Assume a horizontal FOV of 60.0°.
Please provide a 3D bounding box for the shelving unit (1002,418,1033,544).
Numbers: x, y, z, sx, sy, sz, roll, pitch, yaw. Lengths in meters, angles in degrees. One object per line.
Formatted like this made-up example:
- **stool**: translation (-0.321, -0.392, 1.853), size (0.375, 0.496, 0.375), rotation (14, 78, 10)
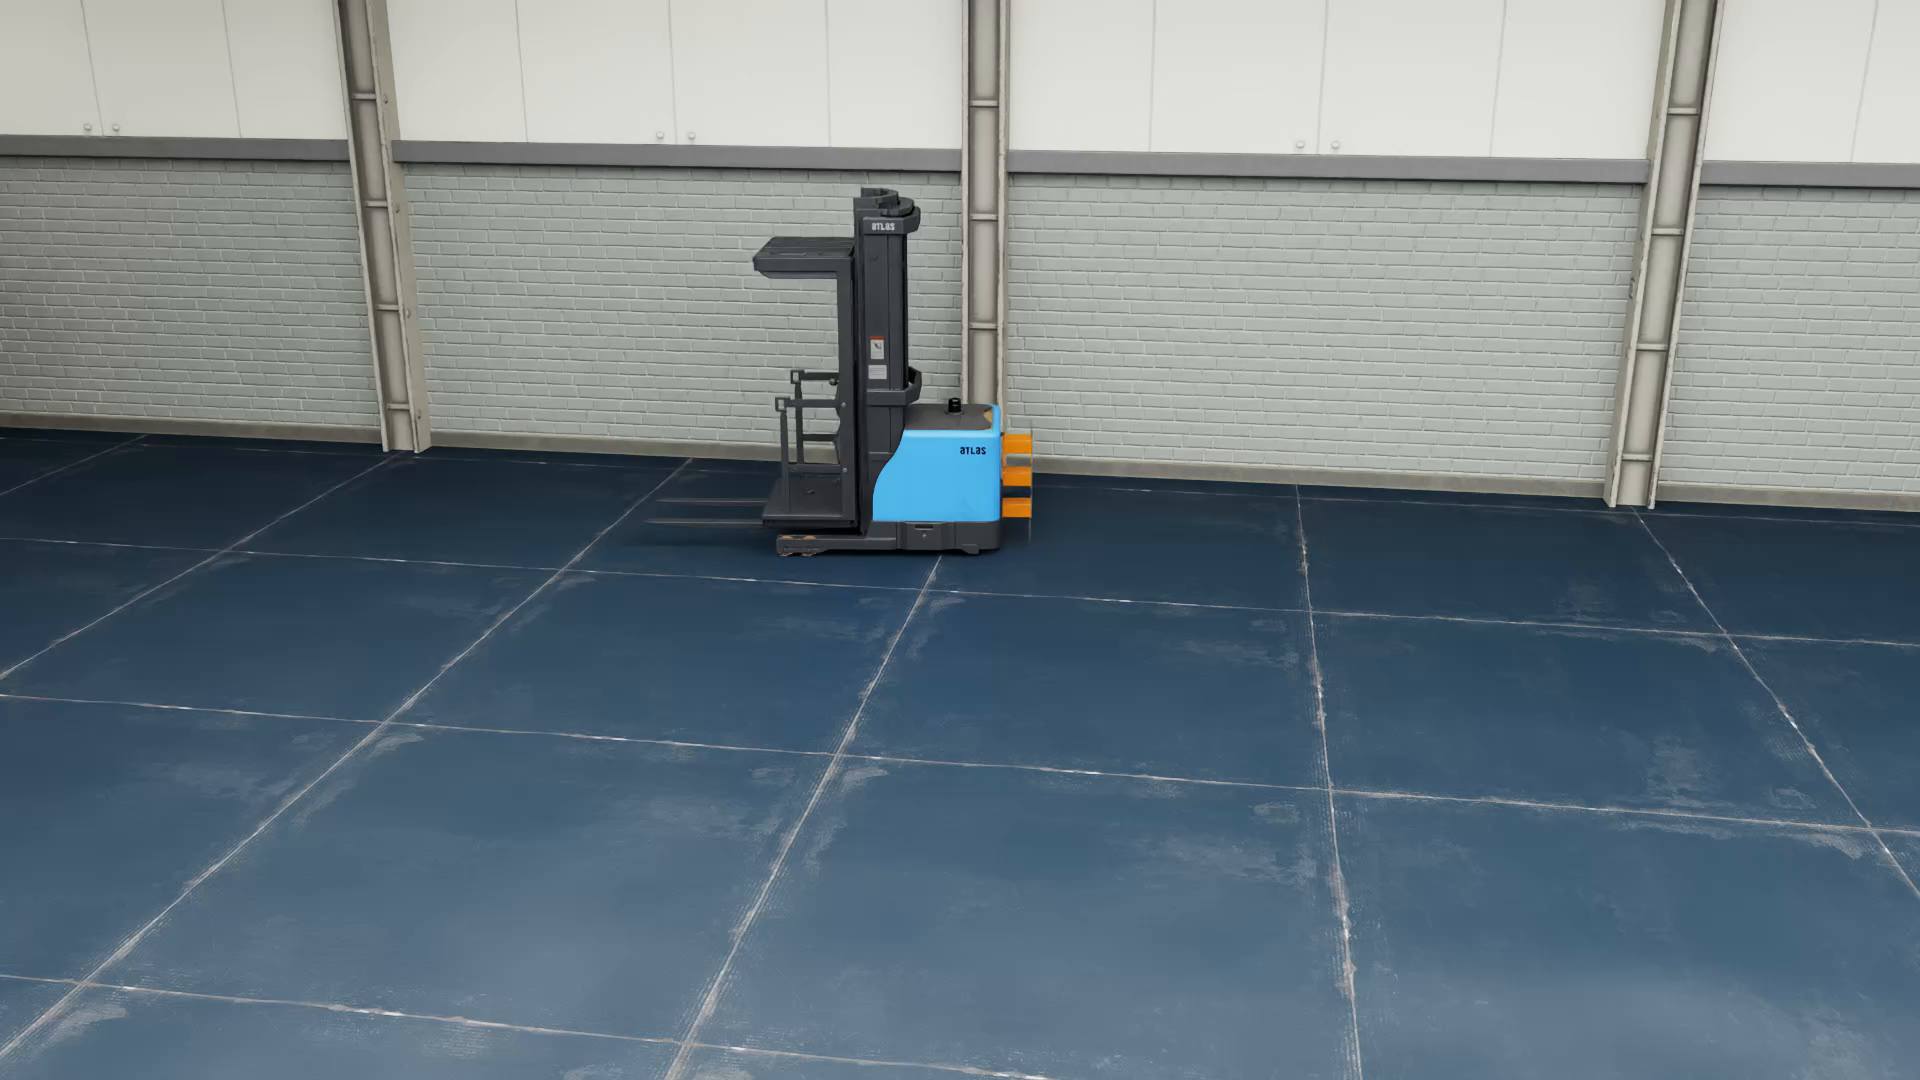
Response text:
- **shelving unit**: translation (0.485, -0.500, 14.143), size (0.252, 1.050, 0.215), rotation (0, 19, 1)

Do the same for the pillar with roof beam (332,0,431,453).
- **pillar with roof beam**: translation (-6.371, -3.866, 11.675), size (0.400, 9.000, 9.100), rotation (3, 19, 9)

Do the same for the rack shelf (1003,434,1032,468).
- **rack shelf**: translation (0.485, -0.759, 14.056), size (0.240, 0.259, 0.215), rotation (0, 19, 1)

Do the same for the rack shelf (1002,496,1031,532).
- **rack shelf**: translation (0.485, -0.226, 14.234), size (0.240, 0.259, 0.215), rotation (0, 19, 1)

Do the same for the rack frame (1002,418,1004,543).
- **rack frame**: translation (0.363, -0.501, 14.146), size (0.008, 1.050, 0.200), rotation (0, 19, 1)

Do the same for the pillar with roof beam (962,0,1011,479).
- **pillar with roof beam**: translation (-0.447, -3.564, 10.772), size (0.400, 9.000, 9.100), rotation (3, 19, 9)

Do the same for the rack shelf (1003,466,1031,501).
- **rack shelf**: translation (0.485, -0.490, 14.146), size (0.240, 0.259, 0.215), rotation (0, 19, 1)

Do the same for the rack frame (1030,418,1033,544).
- **rack frame**: translation (0.607, -0.499, 14.140), size (0.008, 1.050, 0.200), rotation (0, 19, 1)

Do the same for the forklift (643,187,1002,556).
- **forklift**: translation (-1.161, -1.422, 13.934), size (3.031, 2.935, 1.130), rotation (0, 19, 1)

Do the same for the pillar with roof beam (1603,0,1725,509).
- **pillar with roof beam**: translation (5.477, -3.262, 9.870), size (0.400, 9.000, 9.100), rotation (3, 19, 9)
